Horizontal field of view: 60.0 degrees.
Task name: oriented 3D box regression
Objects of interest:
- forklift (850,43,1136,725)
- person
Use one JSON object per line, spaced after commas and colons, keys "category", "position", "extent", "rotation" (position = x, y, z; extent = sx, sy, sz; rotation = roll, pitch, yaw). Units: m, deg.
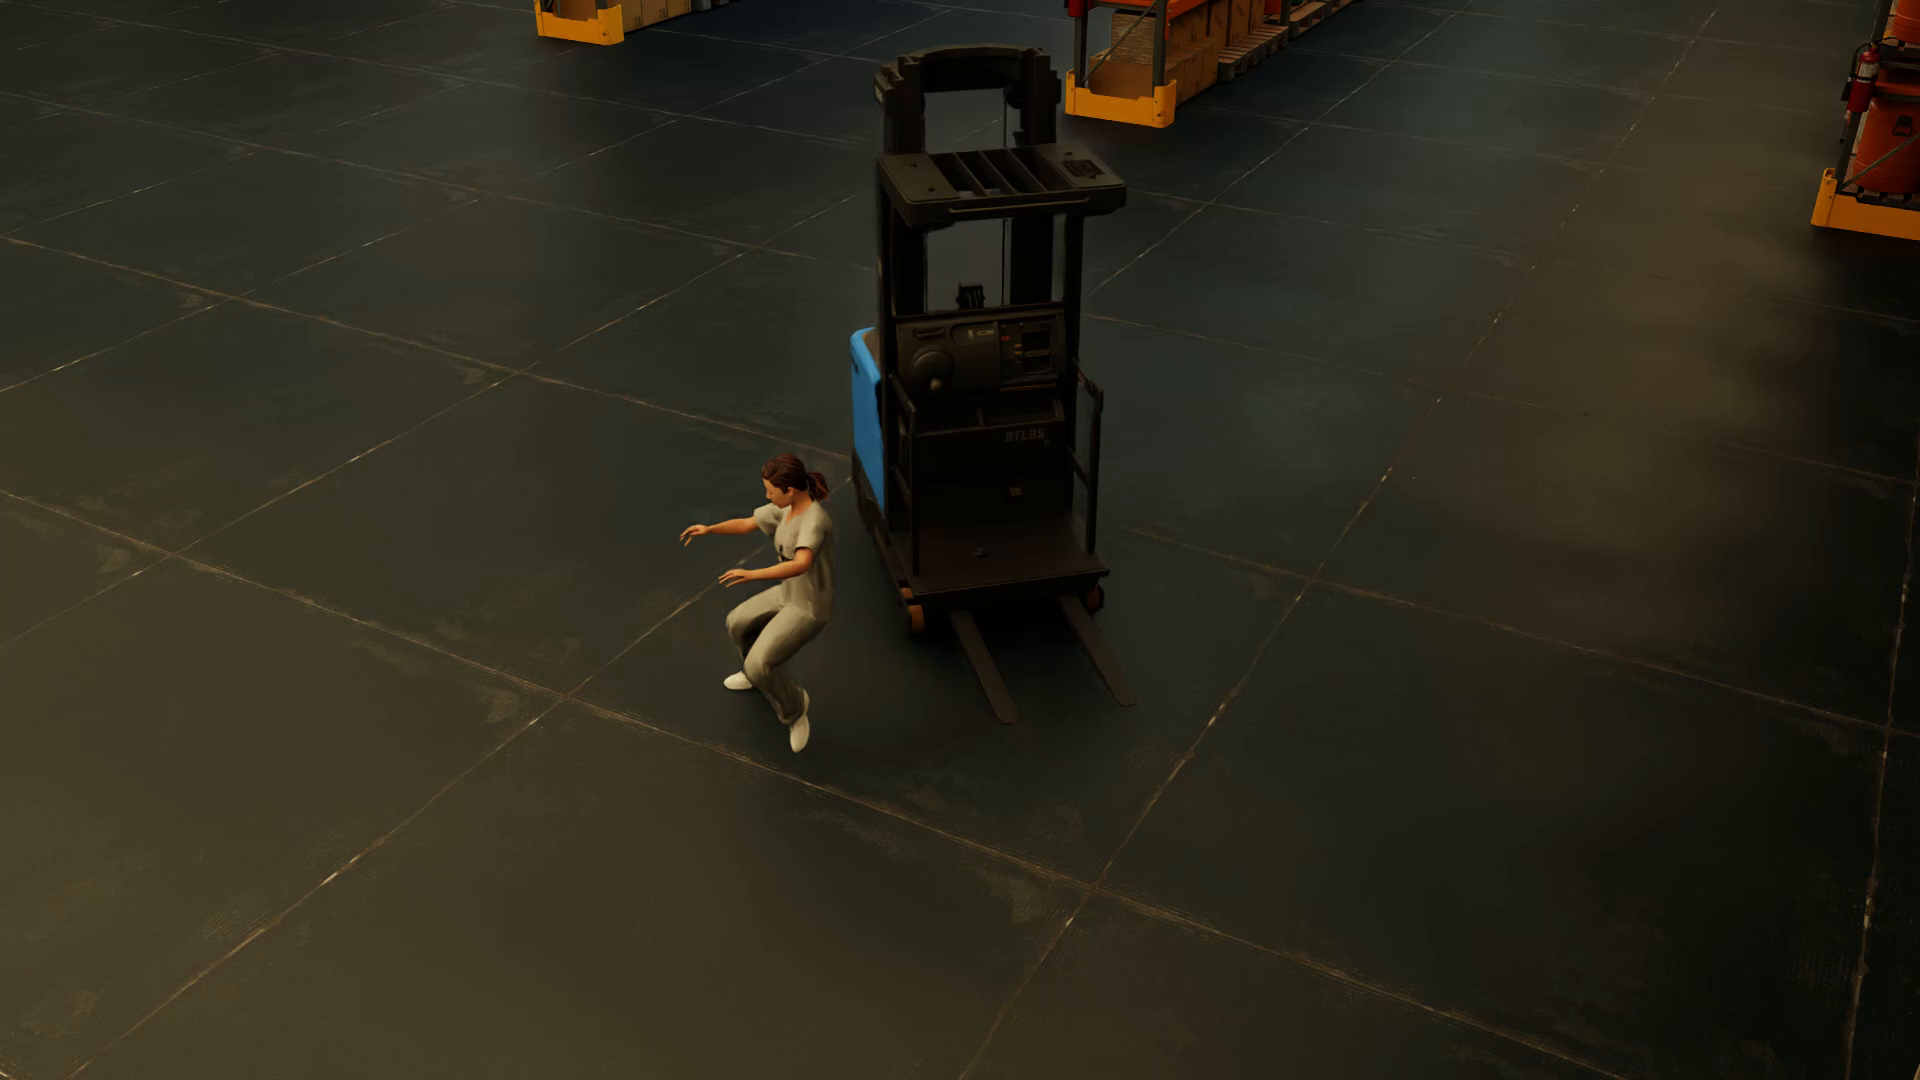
{"category": "forklift", "position": [0.173, -0.963, 8.740], "extent": [1.130, 2.935, 3.031], "rotation": [-7, 31, -12]}
{"category": "person", "position": [-0.942, 0.285, 8.021], "extent": [0.734, 1.478, 0.865], "rotation": [-9, 31, -15]}
